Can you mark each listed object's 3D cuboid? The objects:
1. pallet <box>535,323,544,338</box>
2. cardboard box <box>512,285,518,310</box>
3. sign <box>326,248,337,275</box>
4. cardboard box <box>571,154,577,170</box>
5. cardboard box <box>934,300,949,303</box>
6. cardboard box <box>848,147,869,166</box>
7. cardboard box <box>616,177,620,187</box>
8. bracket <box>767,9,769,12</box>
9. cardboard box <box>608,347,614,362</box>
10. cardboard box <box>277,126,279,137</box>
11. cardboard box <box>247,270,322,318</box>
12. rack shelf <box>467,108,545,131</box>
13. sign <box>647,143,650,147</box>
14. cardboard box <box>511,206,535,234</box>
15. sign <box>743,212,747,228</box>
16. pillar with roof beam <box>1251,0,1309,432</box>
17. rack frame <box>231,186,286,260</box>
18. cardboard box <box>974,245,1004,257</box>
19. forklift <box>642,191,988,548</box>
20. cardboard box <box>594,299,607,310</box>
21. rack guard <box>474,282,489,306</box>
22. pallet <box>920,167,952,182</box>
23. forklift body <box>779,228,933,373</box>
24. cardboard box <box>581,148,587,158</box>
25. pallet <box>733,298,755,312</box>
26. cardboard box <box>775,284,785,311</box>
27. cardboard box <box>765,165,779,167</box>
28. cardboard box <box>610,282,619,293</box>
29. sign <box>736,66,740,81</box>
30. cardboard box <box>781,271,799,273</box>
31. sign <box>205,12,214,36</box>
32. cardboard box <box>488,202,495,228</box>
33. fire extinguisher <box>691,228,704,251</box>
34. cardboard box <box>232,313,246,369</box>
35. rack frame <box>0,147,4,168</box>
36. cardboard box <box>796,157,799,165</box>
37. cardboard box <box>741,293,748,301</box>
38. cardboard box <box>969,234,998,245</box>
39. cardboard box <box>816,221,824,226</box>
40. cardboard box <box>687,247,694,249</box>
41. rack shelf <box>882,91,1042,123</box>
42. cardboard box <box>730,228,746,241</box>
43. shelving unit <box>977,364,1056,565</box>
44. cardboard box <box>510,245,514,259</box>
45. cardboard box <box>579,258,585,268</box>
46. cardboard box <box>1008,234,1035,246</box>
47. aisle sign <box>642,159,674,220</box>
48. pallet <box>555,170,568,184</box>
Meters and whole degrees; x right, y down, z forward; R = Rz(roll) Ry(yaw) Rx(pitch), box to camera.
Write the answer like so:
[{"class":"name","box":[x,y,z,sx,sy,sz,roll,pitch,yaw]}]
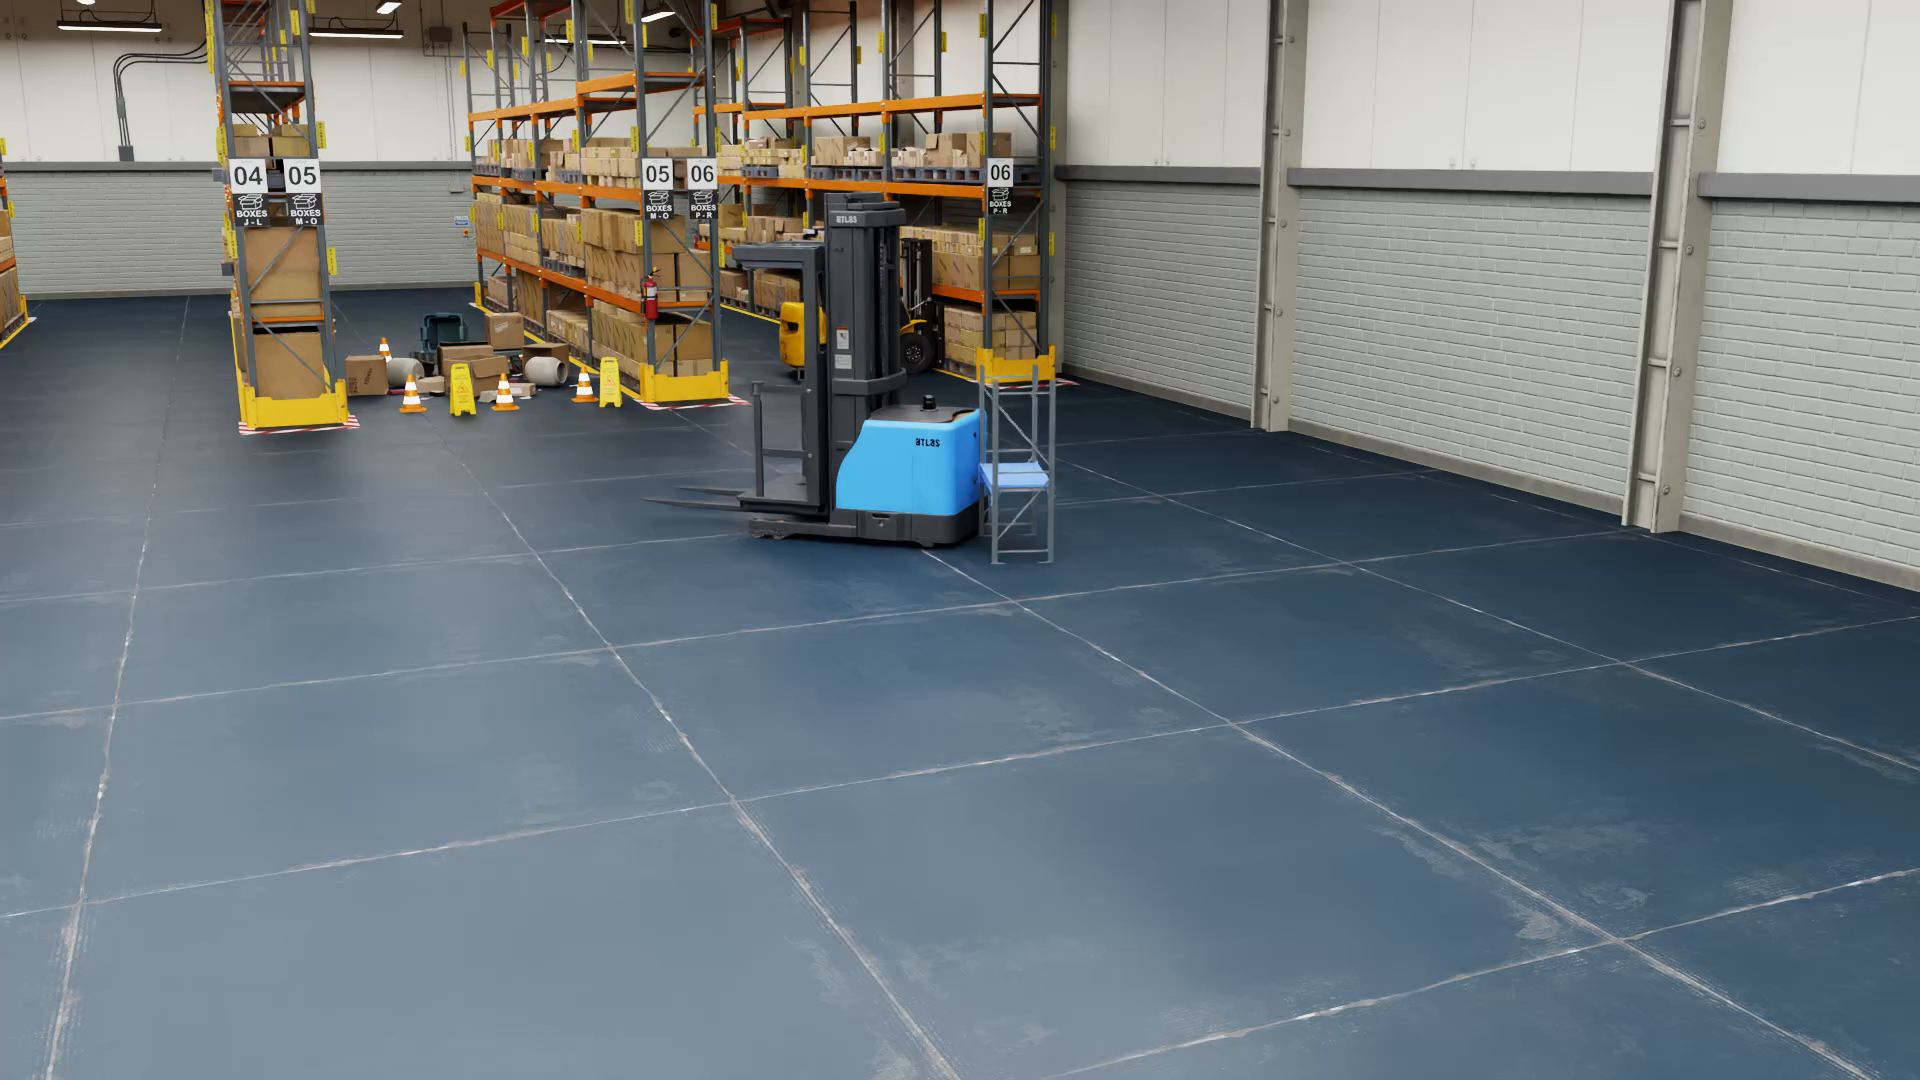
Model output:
[{"class":"pallet","box":[-7.177,-3.845,30.515,1.003,0.211,1.213,-6,14,-23]},{"class":"cardboard box","box":[-8.686,-4.956,33.881,0.875,0.438,0.875,-6,14,-24]},{"class":"sign","box":[-7.710,-3.422,20.408,0.100,0.325,0.005,-6,14,-23]},{"class":"cardboard box","box":[-5.893,-6.013,26.446,0.500,0.250,0.500,-5,14,-22]},{"class":"cardboard box","box":[-0.470,-3.672,26.532,0.500,0.250,0.500,-5,14,-21]},{"class":"cardboard box","box":[-1.602,-6.614,28.686,0.500,0.311,0.500,-6,14,-25]},{"class":"cardboard box","box":[-4.612,-5.035,23.379,0.380,0.149,0.250,-6,14,-25]},{"class":"bracket","box":[-3.931,-11.265,35.101,0.235,0.232,0.430,-6,14,-23]},{"class":"cardboard box","box":[-4.900,-2.707,24.582,0.500,0.250,0.500,-6,14,-24]},{"class":"cardboard box","box":[-8.571,-5.254,21.402,0.380,0.149,0.250,-6,14,-24]},{"class":"cardboard box","box":[-8.411,-3.059,20.600,0.875,0.550,0.550,-6,14,-23]},{"class":"rack shelf","box":[-9.334,-8.651,34.273,1.077,0.370,4.000,-6,14,-23]},{"class":"sign","box":[-4.834,-5.971,25.718,0.100,0.325,0.005,-6,14,-23]},{"class":"cardboard box","box":[-8.192,-6.073,31.517,0.500,0.500,0.500,-6,14,-24]},{"class":"sign","box":[-4.480,-6.680,34.662,0.100,0.325,0.005,-6,14,-23]},{"class":"pillar with roof beam","box":[-0.173,-5.350,17.527,9.100,9.000,0.400,-6,14,-23]},{"class":"rack frame","box":[-9.823,-3.739,23.874,1.000,3.000,0.127,-6,14,-23]},{"class":"cardboard box","box":[0.425,-4.241,24.382,0.380,0.149,0.250,-5,14,-22]},{"class":"forklift","box":[-1.323,-1.541,14.526,3.031,2.935,1.130,4,14,18]},{"class":"cardboard box","box":[-5.344,-3.576,25.234,0.380,0.149,0.250,-5,14,-22]},{"class":"rack guard","box":[-10.145,-5.474,36.912,1.175,0.500,0.348,-6,14,-23]},{"class":"pallet","box":[0.069,-5.649,25.670,1.003,0.211,1.213,-6,14,-23]},{"class":"forklift body","box":[-1.610,-3.644,25.342,2.313,2.155,1.214,-6,14,-23]},{"class":"cardboard box","box":[-5.501,-5.840,25.088,0.380,0.149,0.250,-6,14,-24]},{"class":"pallet","box":[-4.260,-5.093,35.906,1.003,0.211,1.213,-6,14,-23]},{"class":"cardboard box","box":[-3.378,-4.855,33.309,0.500,0.500,0.500,-6,14,-25]},{"class":"cardboard box","box":[-3.928,-7.973,35.186,0.500,0.250,0.500,-6,14,-24]},{"class":"cardboard box","box":[-4.865,-3.676,24.159,0.380,0.149,0.250,-6,14,-23]},{"class":"sign","box":[-5.072,-10.637,37.947,0.100,0.325,0.005,-6,14,-23]},{"class":"cardboard box","box":[-3.574,-5.562,34.923,0.380,0.149,0.250,-6,14,-25]},{"class":"sign","box":[-10.315,-7.104,22.861,0.100,0.325,0.005,-6,14,-23]},{"class":"cardboard box","box":[-9.383,-6.678,34.134,0.500,0.500,0.500,-5,14,-22]},{"class":"fire extinguisher","box":[-6.071,-6.905,38.550,0.296,0.674,0.183,-6,14,-23]},{"class":"cardboard box","box":[-10.154,-2.968,24.600,1.050,0.750,0.750,-6,14,-23]},{"class":"rack frame","box":[-19.215,-8.714,32.064,1.000,3.000,0.127,-6,14,-23]},{"class":"cardboard box","box":[-2.914,-7.229,31.747,0.380,0.149,0.250,-5,14,-22]},{"class":"cardboard box","box":[-4.478,-5.214,35.635,0.380,0.149,0.250,-6,14,-25]},{"class":"cardboard box","box":[0.357,-4.443,24.594,0.380,0.149,0.250,-6,14,-23]},{"class":"cardboard box","box":[-2.447,-5.857,31.869,0.500,0.500,0.500,-5,14,-20]},{"class":"cardboard box","box":[-4.077,-3.909,23.727,0.500,0.500,0.500,-6,14,-24]},{"class":"rack shelf","box":[0.020,-6.621,25.501,1.077,0.370,4.000,-6,14,-23]},{"class":"cardboard box","box":[-4.628,-6.566,35.762,0.500,0.250,0.500,-6,14,-23]},{"class":"shelving unit","box":[0.463,-0.652,13.860,0.538,1.500,1.048,-1,13,-5]},{"class":"cardboard box","box":[-8.390,-5.566,32.097,0.500,0.250,0.500,-6,14,-24]},{"class":"cardboard box","box":[-5.787,-4.371,26.229,0.380,0.149,0.250,-5,14,-22]},{"class":"cardboard box","box":[0.882,-4.428,24.531,0.380,0.149,0.250,-6,14,-24]},{"class":"aisle sign","box":[-3.967,-4.608,21.864,0.394,0.787,0.004,-6,14,-23]},{"class":"pallet","box":[-5.896,-5.928,27.096,1.213,0.211,1.003,-6,14,-23]}]
